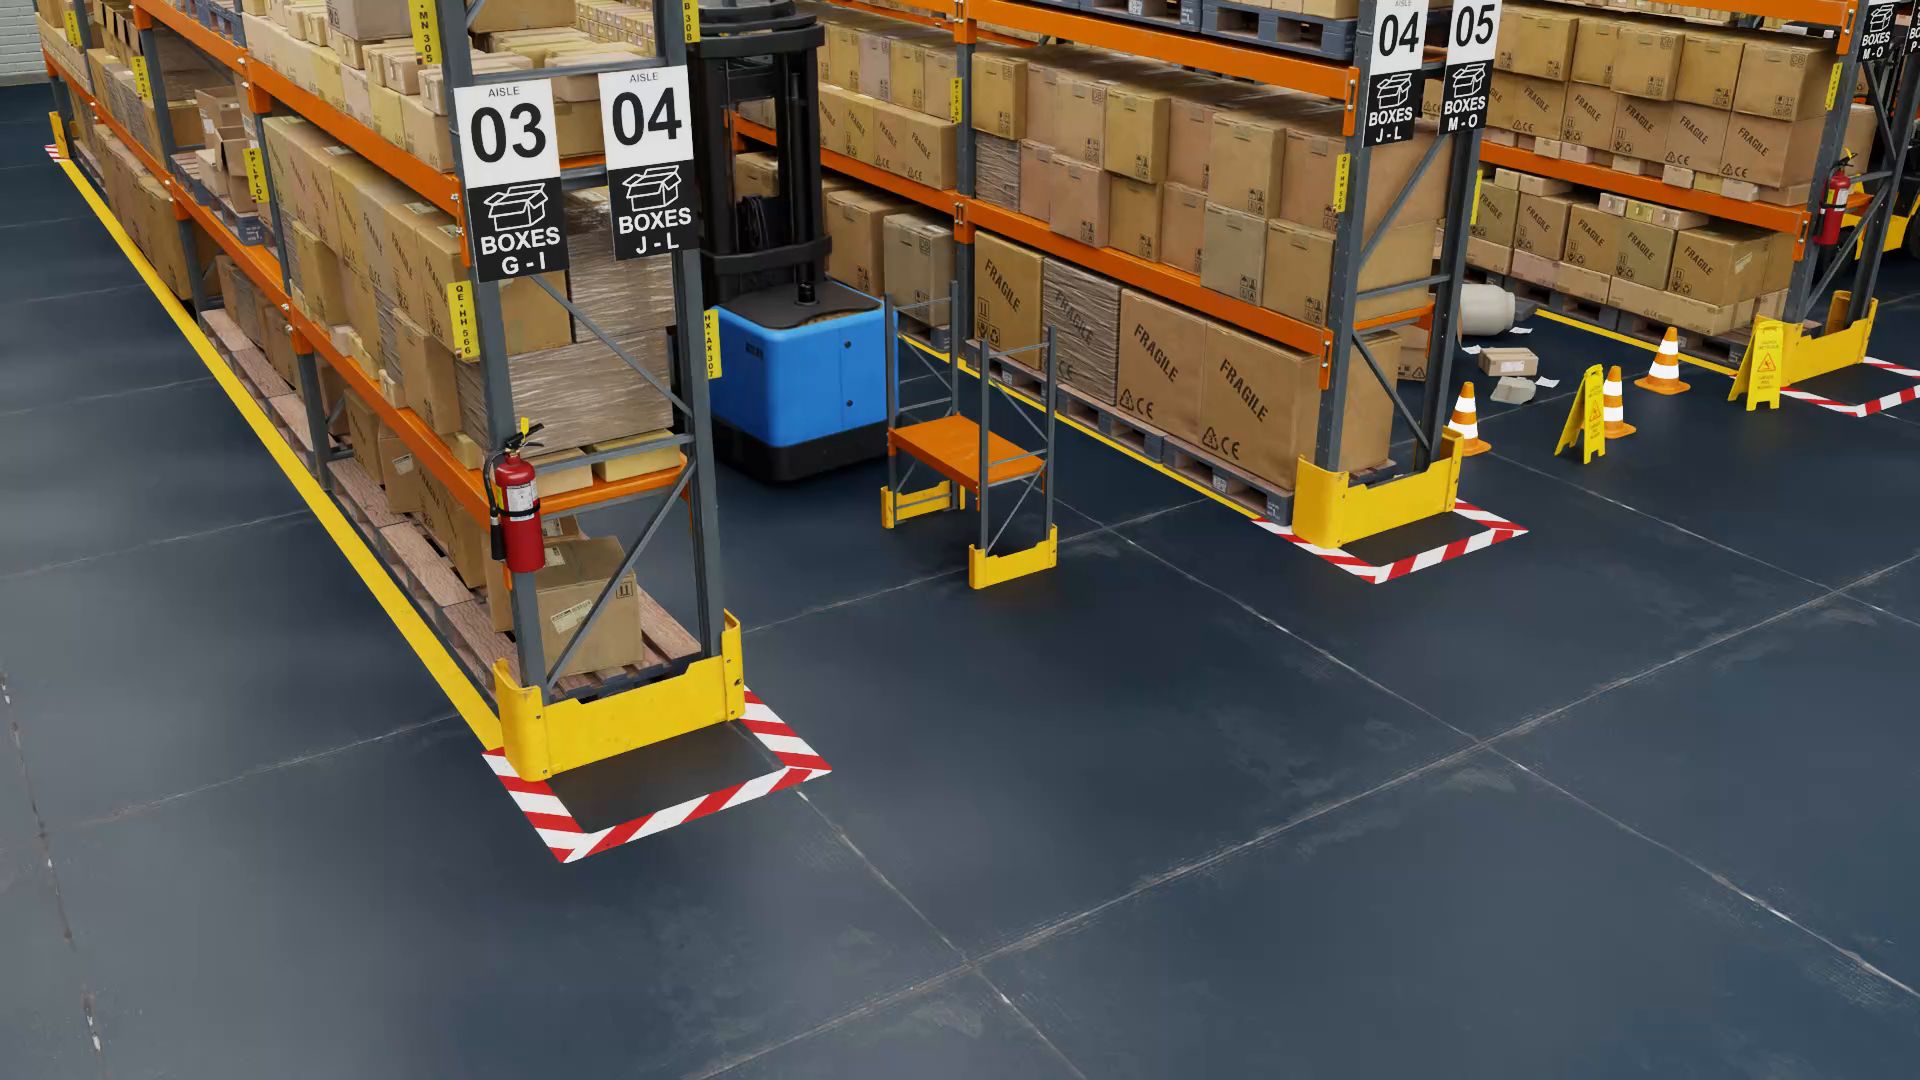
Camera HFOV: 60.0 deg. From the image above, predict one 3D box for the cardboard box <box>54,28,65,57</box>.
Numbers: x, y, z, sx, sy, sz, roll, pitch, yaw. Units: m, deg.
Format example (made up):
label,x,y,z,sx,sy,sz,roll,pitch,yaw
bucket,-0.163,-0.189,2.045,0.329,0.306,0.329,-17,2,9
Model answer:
label,x,y,z,sx,sy,sz,roll,pitch,yaw
cardboard box,-9.451,-5.381,17.962,0.500,0.250,0.500,-16,30,-31

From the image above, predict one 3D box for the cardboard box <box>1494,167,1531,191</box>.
label,x,y,z,sx,sy,sz,roll,pitch,yaw
cardboard box,4.914,-3.179,14.562,0.380,0.149,0.250,-14,29,-28

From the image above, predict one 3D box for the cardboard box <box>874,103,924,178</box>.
label,x,y,z,sx,sy,sz,roll,pitch,yaw
cardboard box,-0.359,-3.277,13.561,0.500,0.500,0.500,-16,30,-30

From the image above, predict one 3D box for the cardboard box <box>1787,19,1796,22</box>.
label,x,y,z,sx,sy,sz,roll,pitch,yaw
cardboard box,8.771,-5.346,17.183,0.380,0.149,0.250,-15,29,-28

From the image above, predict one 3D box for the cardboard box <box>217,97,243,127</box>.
label,x,y,z,sx,sy,sz,roll,pitch,yaw
cardboard box,-5.252,-3.113,12.721,0.700,0.500,0.500,-11,27,-22

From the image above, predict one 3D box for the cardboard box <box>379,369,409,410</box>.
label,x,y,z,sx,sy,sz,roll,pitch,yaw
cardboard box,-2.837,-0.829,8.786,0.380,0.149,0.250,-16,29,-30

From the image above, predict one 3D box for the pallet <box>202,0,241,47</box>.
label,x,y,z,sx,sy,sz,roll,pitch,yaw
pallet,-4.033,-3.324,10.484,1.213,0.211,1.003,-16,29,-30

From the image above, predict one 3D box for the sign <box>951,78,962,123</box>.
label,x,y,z,sx,sy,sz,roll,pitch,yaw
sign,-0.024,-3.285,12.431,0.100,0.325,0.005,-16,29,-30

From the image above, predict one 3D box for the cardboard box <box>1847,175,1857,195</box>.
label,x,y,z,sx,sy,sz,roll,pitch,yaw
cardboard box,6.689,-2.742,12.839,0.380,0.149,0.250,-15,29,-29

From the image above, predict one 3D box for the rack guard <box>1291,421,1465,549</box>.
label,x,y,z,sx,sy,sz,roll,pitch,yaw
rack guard,2.622,-0.357,10.421,1.175,0.500,0.348,-16,29,-30

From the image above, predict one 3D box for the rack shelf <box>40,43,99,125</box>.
label,x,y,z,sx,sy,sz,roll,pitch,yaw
rack shelf,-9.244,-5.059,18.294,1.077,0.370,4.000,-16,29,-30

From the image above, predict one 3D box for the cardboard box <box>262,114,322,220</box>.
label,x,y,z,sx,sy,sz,roll,pitch,yaw
cardboard box,-3.753,-2.219,9.799,0.500,0.500,0.500,-16,29,-30

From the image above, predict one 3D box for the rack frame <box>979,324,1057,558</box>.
label,x,y,z,sx,sy,sz,roll,pitch,yaw
rack frame,0.324,-0.466,9.480,0.500,1.500,0.032,-16,29,-30

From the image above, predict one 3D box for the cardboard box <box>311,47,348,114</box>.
label,x,y,z,sx,sy,sz,roll,pitch,yaw
cardboard box,-2.904,-2.320,8.313,0.500,0.250,0.500,-16,30,-30

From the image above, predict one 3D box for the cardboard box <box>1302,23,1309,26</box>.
label,x,y,z,sx,sy,sz,roll,pitch,yaw
cardboard box,3.525,-4.961,16.288,0.500,0.500,0.500,-14,29,-28

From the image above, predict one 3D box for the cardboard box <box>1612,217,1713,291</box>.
label,x,y,z,sx,sy,sz,roll,pitch,yaw
cardboard box,5.758,-2.383,13.635,0.500,0.500,0.500,-14,29,-28

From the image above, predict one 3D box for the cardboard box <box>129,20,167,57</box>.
label,x,y,z,sx,sy,sz,roll,pitch,yaw
cardboard box,-6.708,-4.236,14.416,0.797,0.503,0.637,-15,29,-28

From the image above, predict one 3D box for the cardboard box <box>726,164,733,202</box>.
label,x,y,z,sx,sy,sz,roll,pitch,yaw
cardboard box,-2.337,-3.592,16.780,0.500,0.500,0.500,-16,29,-30

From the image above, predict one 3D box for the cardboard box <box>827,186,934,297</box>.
label,x,y,z,sx,sy,sz,roll,pitch,yaw
cardboard box,-0.512,-2.646,14.485,1.050,0.750,0.750,-16,29,-30

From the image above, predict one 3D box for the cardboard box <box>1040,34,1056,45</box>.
label,x,y,z,sx,sy,sz,roll,pitch,yaw
cardboard box,1.287,-5.963,19.543,0.500,0.250,0.500,-16,30,-30

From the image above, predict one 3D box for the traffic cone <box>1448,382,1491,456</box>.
label,x,y,z,sx,sy,sz,roll,pitch,yaw
traffic cone,3.509,-0.870,11.550,0.336,0.463,0.334,-16,29,-30

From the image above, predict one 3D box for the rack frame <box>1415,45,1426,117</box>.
label,x,y,z,sx,sy,sz,roll,pitch,yaw
rack frame,4.518,-4.117,15.456,1.000,3.000,0.127,-16,29,-30

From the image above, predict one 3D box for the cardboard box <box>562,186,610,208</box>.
label,x,y,z,sx,sy,sz,roll,pitch,yaw
cardboard box,-1.941,-1.449,8.169,0.500,0.500,0.500,-16,29,-30

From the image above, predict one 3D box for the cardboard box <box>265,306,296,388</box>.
label,x,y,z,sx,sy,sz,roll,pitch,yaw
cardboard box,-4.653,-1.475,12.274,0.700,0.500,0.500,-18,31,-34

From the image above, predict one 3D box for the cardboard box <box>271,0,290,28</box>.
label,x,y,z,sx,sy,sz,roll,pitch,yaw
cardboard box,-3.533,-2.906,9.087,0.380,0.149,0.250,-15,29,-29

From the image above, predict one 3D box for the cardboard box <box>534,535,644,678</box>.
label,x,y,z,sx,sy,sz,roll,pitch,yaw
cardboard box,-1.929,0.337,8.459,0.500,0.500,0.500,-10,27,-20

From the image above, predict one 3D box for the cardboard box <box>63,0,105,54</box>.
label,x,y,z,sx,sy,sz,roll,pitch,yaw
cardboard box,-8.628,-5.176,16.650,0.500,0.500,0.500,-15,29,-28

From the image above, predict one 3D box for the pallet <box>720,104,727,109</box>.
label,x,y,z,sx,sy,sz,roll,pitch,yaw
pallet,-2.236,-4.501,16.495,1.213,0.211,1.003,-16,29,-30

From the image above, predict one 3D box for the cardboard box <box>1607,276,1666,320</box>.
label,x,y,z,sx,sy,sz,roll,pitch,yaw
cardboard box,5.758,-2.046,13.799,0.500,0.250,0.500,-15,29,-29

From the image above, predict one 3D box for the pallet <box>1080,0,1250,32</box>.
label,x,y,z,sx,sy,sz,roll,pitch,yaw
pallet,1.525,-3.512,10.766,1.003,0.211,1.213,-16,29,-30

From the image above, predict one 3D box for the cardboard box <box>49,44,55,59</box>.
label,x,y,z,sx,sy,sz,roll,pitch,yaw
cardboard box,-9.994,-5.506,18.693,0.380,0.149,0.250,-16,30,-30

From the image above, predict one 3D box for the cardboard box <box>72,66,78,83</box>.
label,x,y,z,sx,sy,sz,roll,pitch,yaw
cardboard box,-9.015,-4.863,17.333,0.380,0.149,0.250,-15,29,-29

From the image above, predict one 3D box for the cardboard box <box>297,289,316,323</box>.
label,x,y,z,sx,sy,sz,roll,pitch,yaw
cardboard box,-3.795,-1.454,10.111,0.380,0.149,0.250,-16,29,-30

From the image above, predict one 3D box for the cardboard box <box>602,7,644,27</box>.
label,x,y,z,sx,sy,sz,roll,pitch,yaw
cardboard box,-3.543,-5.514,17.521,0.380,0.149,0.250,-16,30,-30

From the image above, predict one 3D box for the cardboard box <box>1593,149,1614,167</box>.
label,x,y,z,sx,sy,sz,roll,pitch,yaw
cardboard box,5.500,-3.207,13.825,0.380,0.149,0.250,-16,29,-30

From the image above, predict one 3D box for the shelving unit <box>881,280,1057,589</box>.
label,x,y,z,sx,sy,sz,roll,pitch,yaw
shelving unit,0.042,-0.651,9.872,0.587,1.500,1.083,-16,29,-30

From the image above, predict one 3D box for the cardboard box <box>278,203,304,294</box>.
label,x,y,z,sx,sy,sz,roll,pitch,yaw
cardboard box,-3.592,-1.811,10.108,0.875,0.500,0.500,-16,29,-30

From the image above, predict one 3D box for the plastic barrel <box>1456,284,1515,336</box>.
label,x,y,z,sx,sy,sz,roll,pitch,yaw
plastic barrel,4.305,-1.907,13.793,0.512,0.421,0.421,3,25,6

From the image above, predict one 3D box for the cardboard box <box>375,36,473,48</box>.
label,x,y,z,sx,sy,sz,roll,pitch,yaw
cardboard box,-2.488,-2.266,7.732,0.380,0.149,0.250,-15,29,-29

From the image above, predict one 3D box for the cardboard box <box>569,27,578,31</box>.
label,x,y,z,sx,sy,sz,roll,pitch,yaw
cardboard box,-4.112,-5.616,18.436,0.380,0.149,0.250,-17,30,-32

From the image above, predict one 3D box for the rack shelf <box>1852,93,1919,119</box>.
label,x,y,z,sx,sy,sz,roll,pitch,yaw
rack shelf,9.766,-4.234,16.548,1.077,0.370,4.000,-16,29,-30

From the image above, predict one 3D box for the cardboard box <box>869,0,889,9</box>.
label,x,y,z,sx,sy,sz,roll,pitch,yaw
cardboard box,-0.889,-7.489,22.482,0.500,0.500,0.500,-16,30,-30

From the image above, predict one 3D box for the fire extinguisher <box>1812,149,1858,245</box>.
label,x,y,z,sx,sy,sz,roll,pitch,yaw
fire extinguisher,6.378,-2.503,12.128,0.296,0.674,0.183,-16,29,-30

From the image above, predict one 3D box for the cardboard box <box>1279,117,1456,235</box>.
label,x,y,z,sx,sy,sz,roll,pitch,yaw
cardboard box,2.439,-2.194,9.943,0.875,0.550,0.550,-16,29,-30

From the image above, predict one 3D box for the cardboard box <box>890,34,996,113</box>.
label,x,y,z,sx,sy,sz,roll,pitch,yaw
cardboard box,-0.133,-3.784,13.463,0.700,0.500,0.500,-16,30,-30

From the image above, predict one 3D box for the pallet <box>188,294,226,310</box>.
label,x,y,z,sx,sy,sz,roll,pitch,yaw
pallet,-6.336,-2.276,14.825,1.003,0.211,1.213,-16,29,-30

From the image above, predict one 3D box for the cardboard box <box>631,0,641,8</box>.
label,x,y,z,sx,sy,sz,roll,pitch,yaw
cardboard box,-3.412,-5.940,18.424,0.380,0.149,0.250,-17,30,-31

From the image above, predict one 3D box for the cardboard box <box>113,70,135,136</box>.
label,x,y,z,sx,sy,sz,roll,pitch,yaw
cardboard box,-7.277,-3.949,14.984,0.500,0.500,0.500,-15,29,-29

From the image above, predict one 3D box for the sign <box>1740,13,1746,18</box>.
label,x,y,z,sx,sy,sz,roll,pitch,yaw
sign,8.225,-5.632,17.404,0.100,0.325,0.005,-16,29,-30

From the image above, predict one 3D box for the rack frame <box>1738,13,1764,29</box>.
label,x,y,z,sx,sy,sz,roll,pitch,yaw
rack frame,8.674,-5.275,17.910,1.000,3.000,0.127,-16,29,-30

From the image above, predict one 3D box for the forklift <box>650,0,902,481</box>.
label,x,y,z,sx,sy,sz,roll,pitch,yaw
forklift,-1.687,-2.275,11.636,1.130,2.935,3.031,-18,31,-33

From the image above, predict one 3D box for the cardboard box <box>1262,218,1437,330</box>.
label,x,y,z,sx,sy,sz,roll,pitch,yaw
cardboard box,2.368,-1.686,10.132,0.875,0.550,0.550,-16,29,-30

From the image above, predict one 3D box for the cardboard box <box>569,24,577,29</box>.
label,x,y,z,sx,sy,sz,roll,pitch,yaw
cardboard box,-4.112,-5.751,18.372,0.380,0.149,0.250,-15,29,-29

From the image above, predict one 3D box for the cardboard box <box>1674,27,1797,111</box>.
label,x,y,z,sx,sy,sz,roll,pitch,yaw
cardboard box,5.969,-3.632,12.794,0.700,0.500,0.500,-15,29,-29

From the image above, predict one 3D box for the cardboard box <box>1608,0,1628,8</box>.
label,x,y,z,sx,sy,sz,roll,pitch,yaw
cardboard box,7.580,-6.134,18.853,0.380,0.149,0.250,-15,29,-29

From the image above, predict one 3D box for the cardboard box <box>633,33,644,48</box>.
label,x,y,z,sx,sy,sz,roll,pitch,yaw
cardboard box,-3.115,-5.100,16.993,0.380,0.149,0.250,-15,29,-28

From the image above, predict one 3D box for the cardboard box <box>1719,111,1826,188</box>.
label,x,y,z,sx,sy,sz,roll,pitch,yaw
cardboard box,6.174,-2.995,12.616,0.500,0.500,0.500,-16,30,-30

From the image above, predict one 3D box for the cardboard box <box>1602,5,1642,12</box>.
label,x,y,z,sx,sy,sz,roll,pitch,yaw
cardboard box,7.631,-5.915,18.857,0.500,0.250,0.500,-15,29,-29

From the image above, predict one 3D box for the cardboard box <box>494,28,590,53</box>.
label,x,y,z,sx,sy,sz,roll,pitch,yaw
cardboard box,-1.949,-2.289,7.779,0.380,0.149,0.250,-14,29,-28

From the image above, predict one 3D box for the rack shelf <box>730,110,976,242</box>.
label,x,y,z,sx,sy,sz,roll,pitch,yaw
rack shelf,-0.666,-3.317,14.605,1.077,0.370,4.000,-16,29,-30
